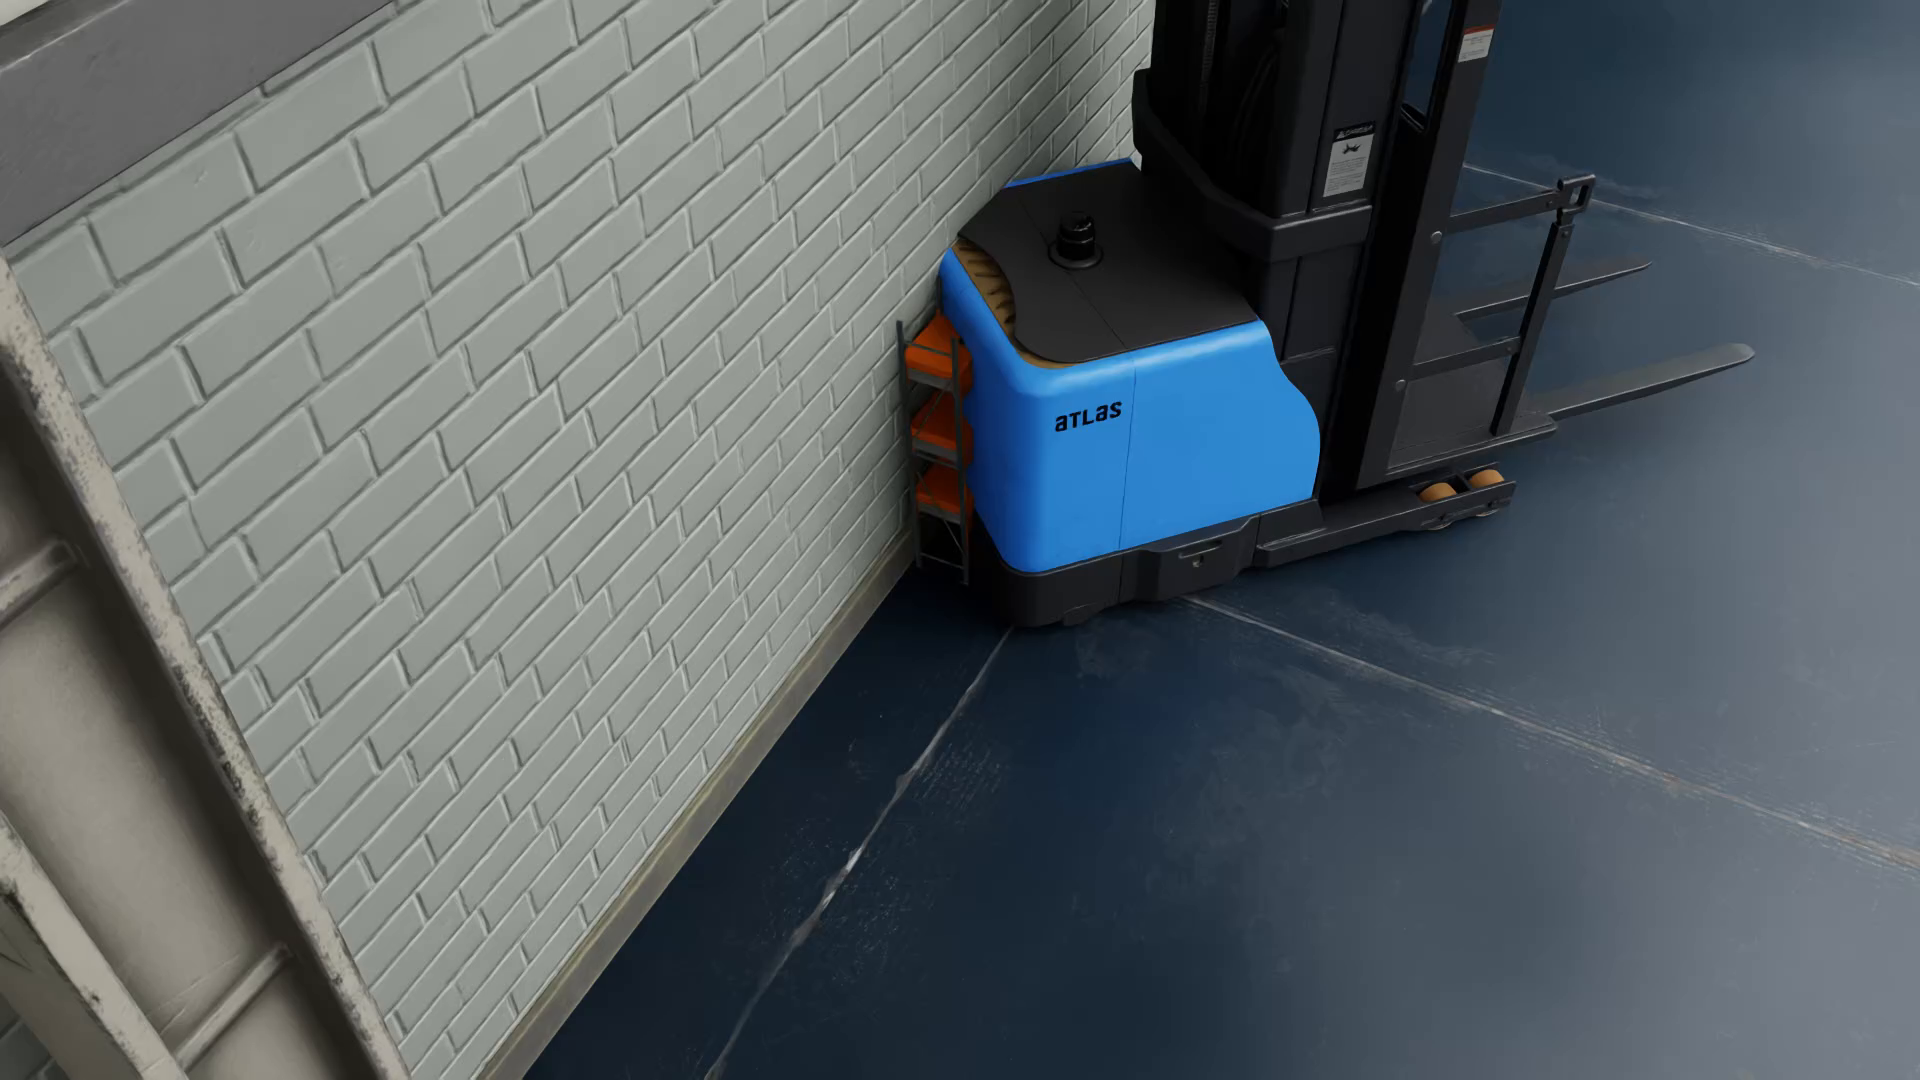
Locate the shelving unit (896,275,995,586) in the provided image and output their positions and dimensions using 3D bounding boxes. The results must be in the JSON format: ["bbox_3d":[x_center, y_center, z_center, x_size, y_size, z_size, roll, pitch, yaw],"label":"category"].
[{"bbox_3d":[-0.021,-0.327,5.326,0.215,1.050,0.252,19,49,21],"label":"shelving unit"}]

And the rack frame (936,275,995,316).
[{"bbox_3d":[0.036,-0.405,5.400,0.200,1.050,0.008,19,49,21],"label":"rack frame"}]

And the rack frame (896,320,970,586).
[{"bbox_3d":[-0.078,-0.249,5.251,0.200,1.050,0.008,19,49,21],"label":"rack frame"}]

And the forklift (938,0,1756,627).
[{"bbox_3d":[1.396,-1.403,5.076,3.031,2.935,1.130,-15,47,-14],"label":"forklift"}]

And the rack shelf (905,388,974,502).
[{"bbox_3d":[-0.020,-0.320,5.333,0.215,0.259,0.240,19,49,21],"label":"rack shelf"}]

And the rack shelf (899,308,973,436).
[{"bbox_3d":[-0.032,-0.519,5.132,0.215,0.259,0.240,19,49,21],"label":"rack shelf"}]

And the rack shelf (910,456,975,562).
[{"bbox_3d":[-0.009,-0.124,5.530,0.215,0.259,0.240,19,49,21],"label":"rack shelf"}]
